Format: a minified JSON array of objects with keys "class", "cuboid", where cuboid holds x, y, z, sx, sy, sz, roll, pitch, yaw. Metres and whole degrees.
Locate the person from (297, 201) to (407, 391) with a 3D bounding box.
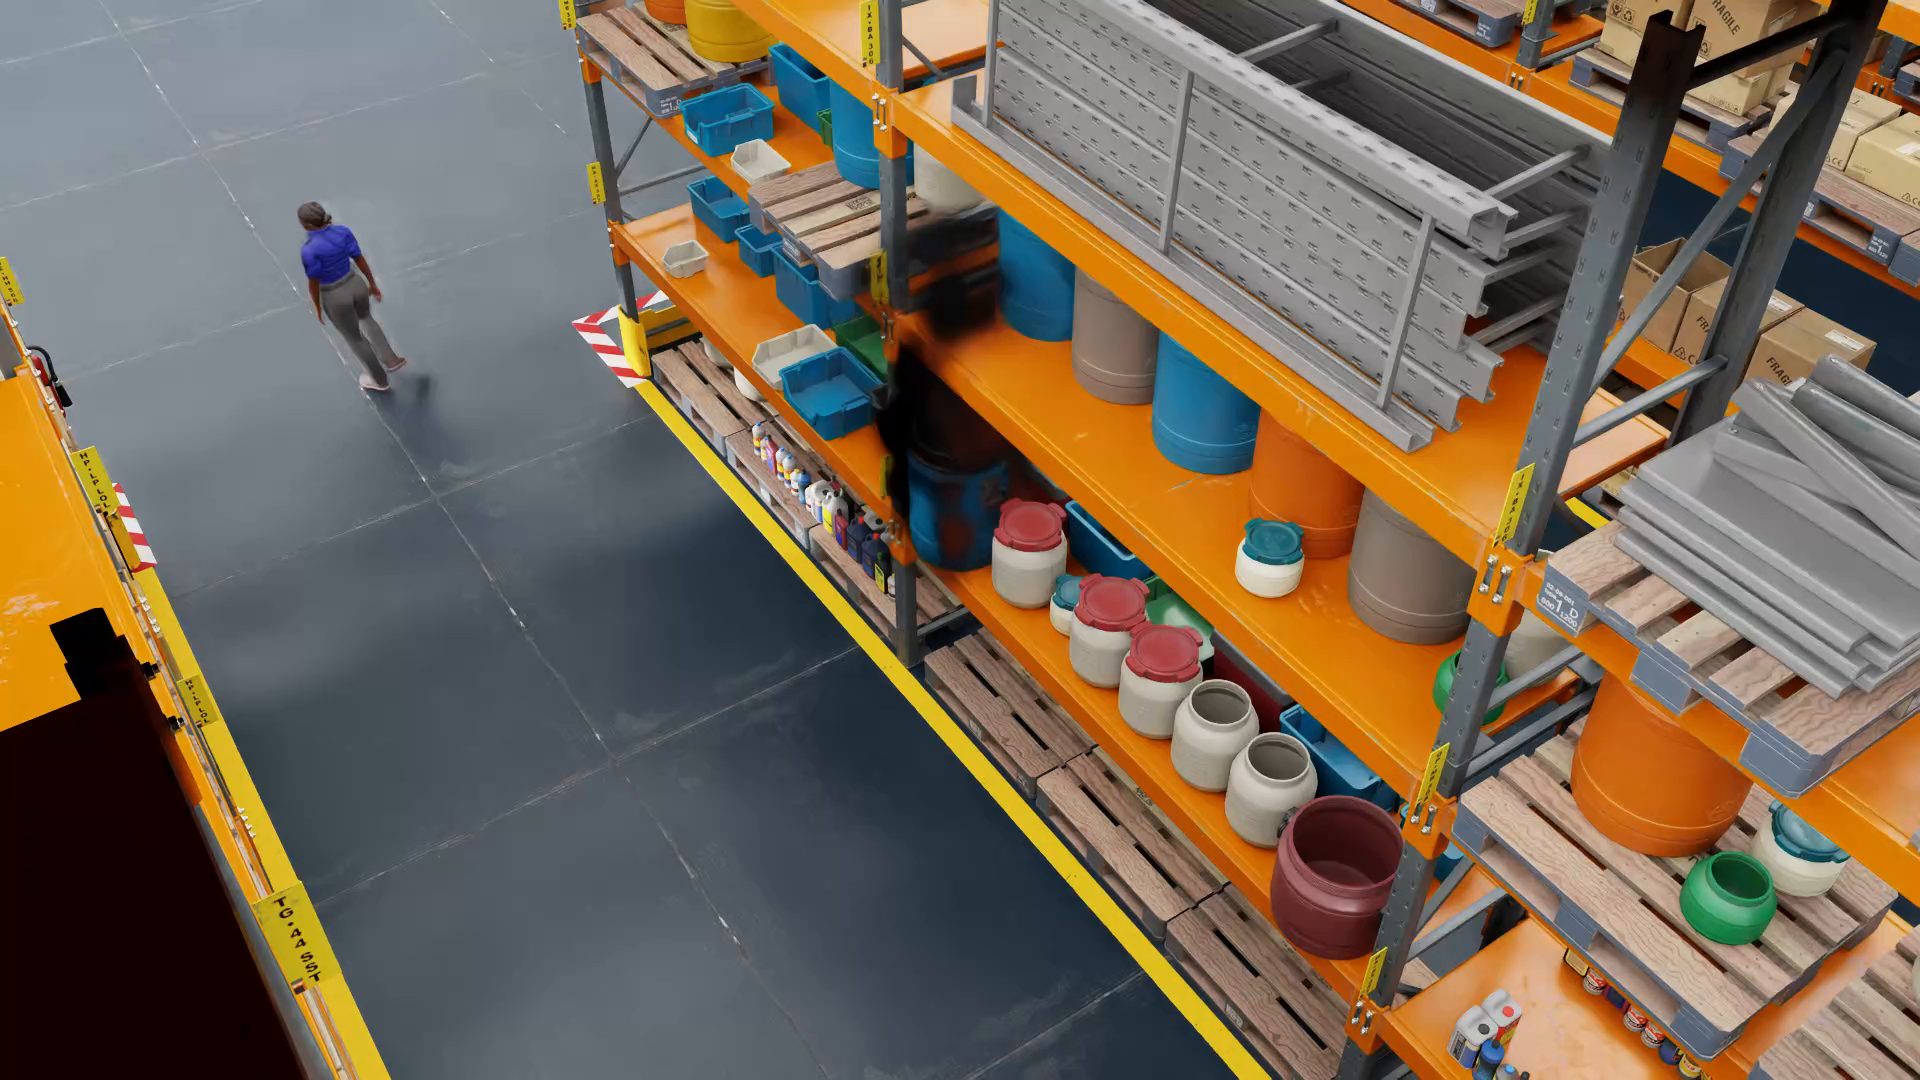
[{"class":"person","cuboid":[-4.598,-1.842,12.532,0.432,1.649,0.551,22,47,22]}]
